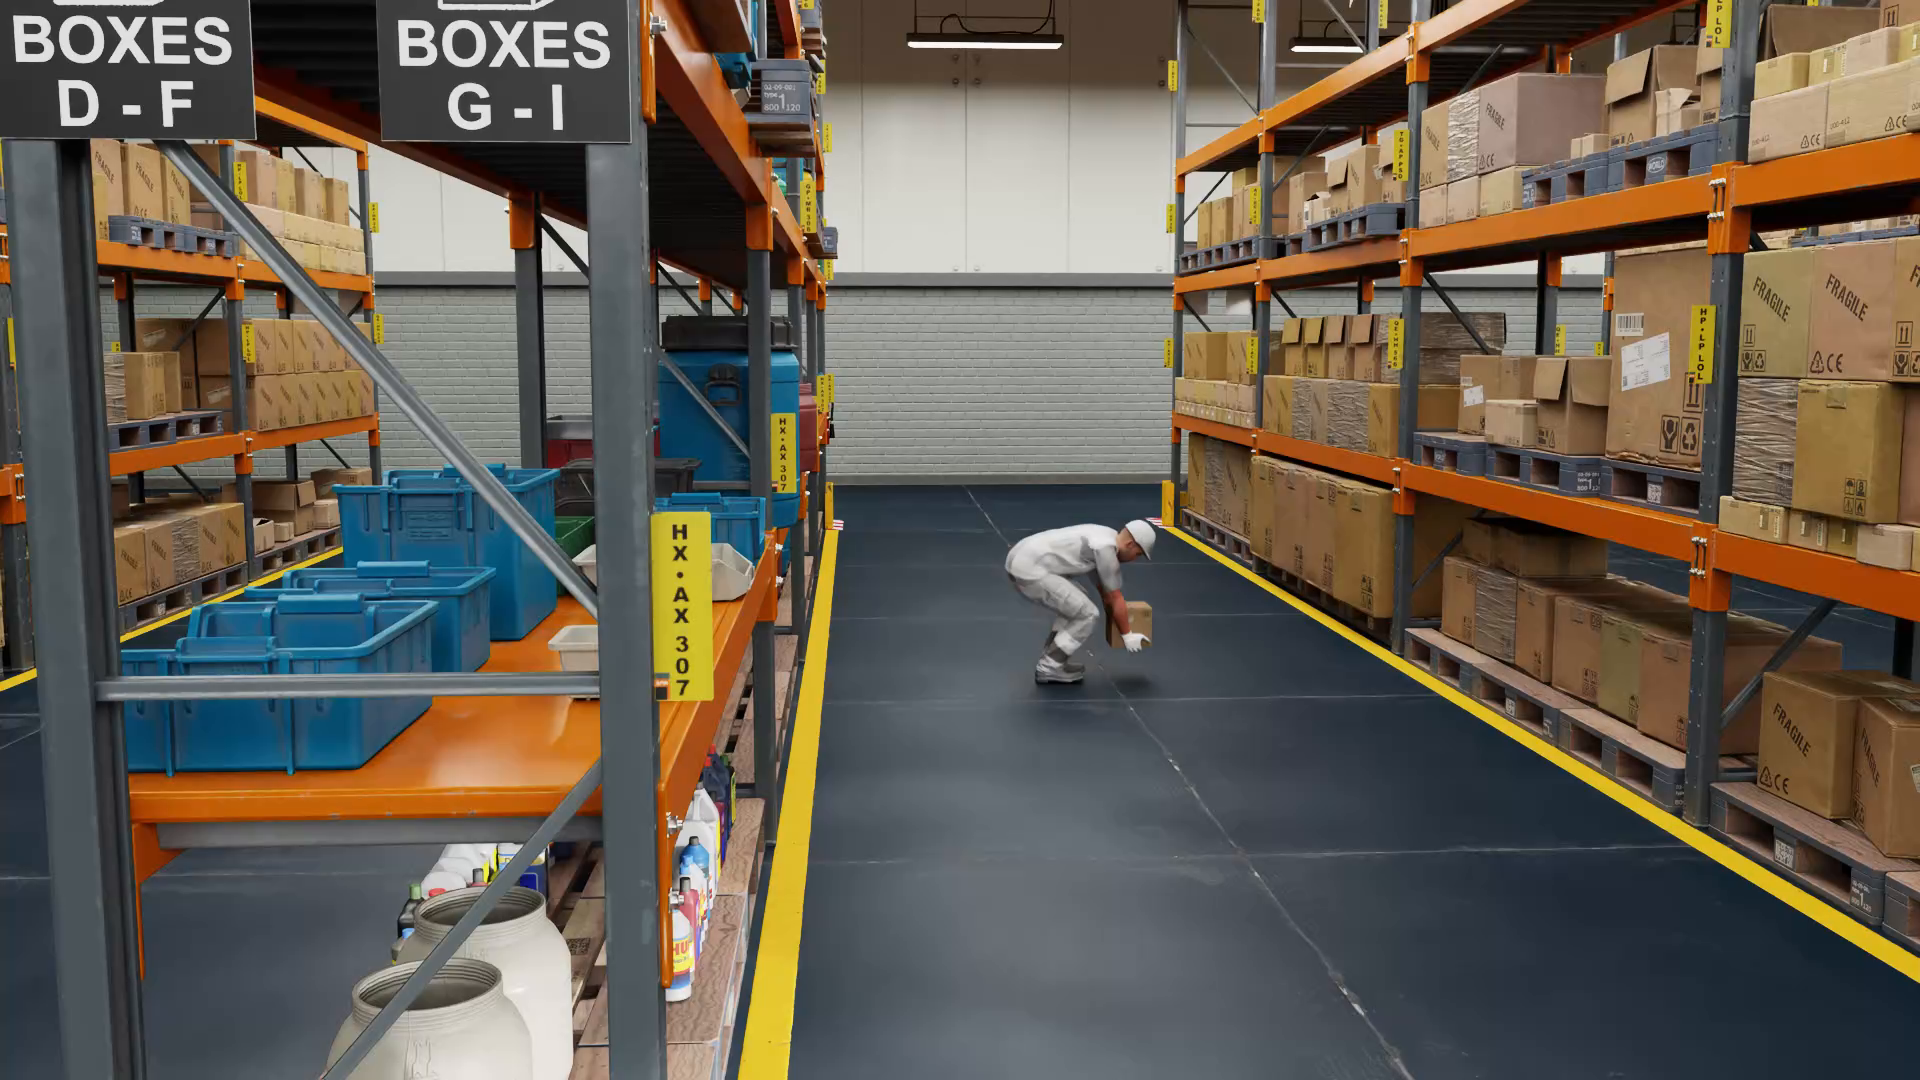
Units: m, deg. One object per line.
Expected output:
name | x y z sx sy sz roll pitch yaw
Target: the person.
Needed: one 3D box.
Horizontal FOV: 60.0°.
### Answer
person | 0.754 0.375 10.378 0.949 0.988 0.527 -1 7 -6
